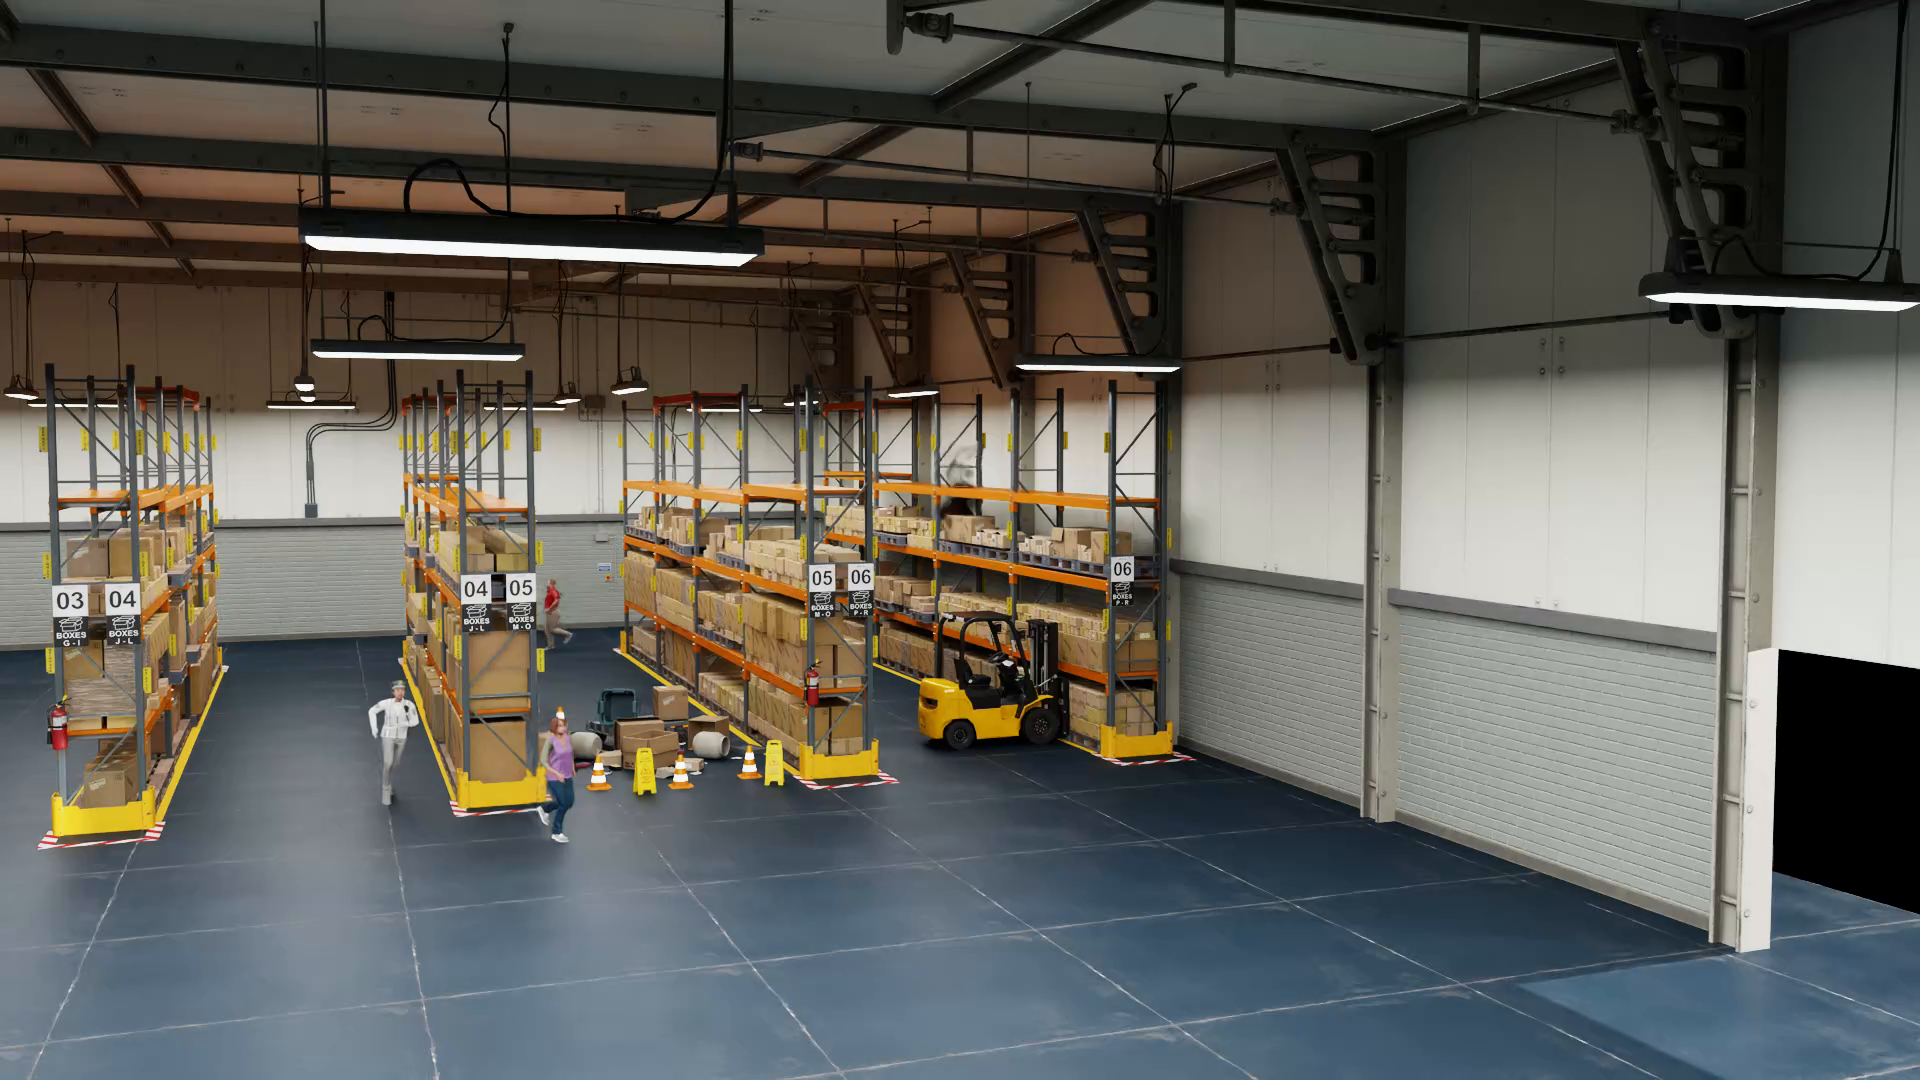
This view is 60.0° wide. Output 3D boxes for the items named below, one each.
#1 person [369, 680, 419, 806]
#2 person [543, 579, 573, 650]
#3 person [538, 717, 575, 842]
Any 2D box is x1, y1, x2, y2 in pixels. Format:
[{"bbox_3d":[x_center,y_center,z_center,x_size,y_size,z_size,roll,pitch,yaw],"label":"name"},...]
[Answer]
[{"bbox_3d":[-7.922,2.810,23.299,0.599,1.723,0.744,-2,4,-34],"label":"person"},{"bbox_3d":[-9.756,1.813,40.263,0.734,1.726,0.667,-1,3,-16],"label":"person"},{"bbox_3d":[-5.105,3.006,20.968,0.607,1.578,0.556,2,4,31],"label":"person"}]
